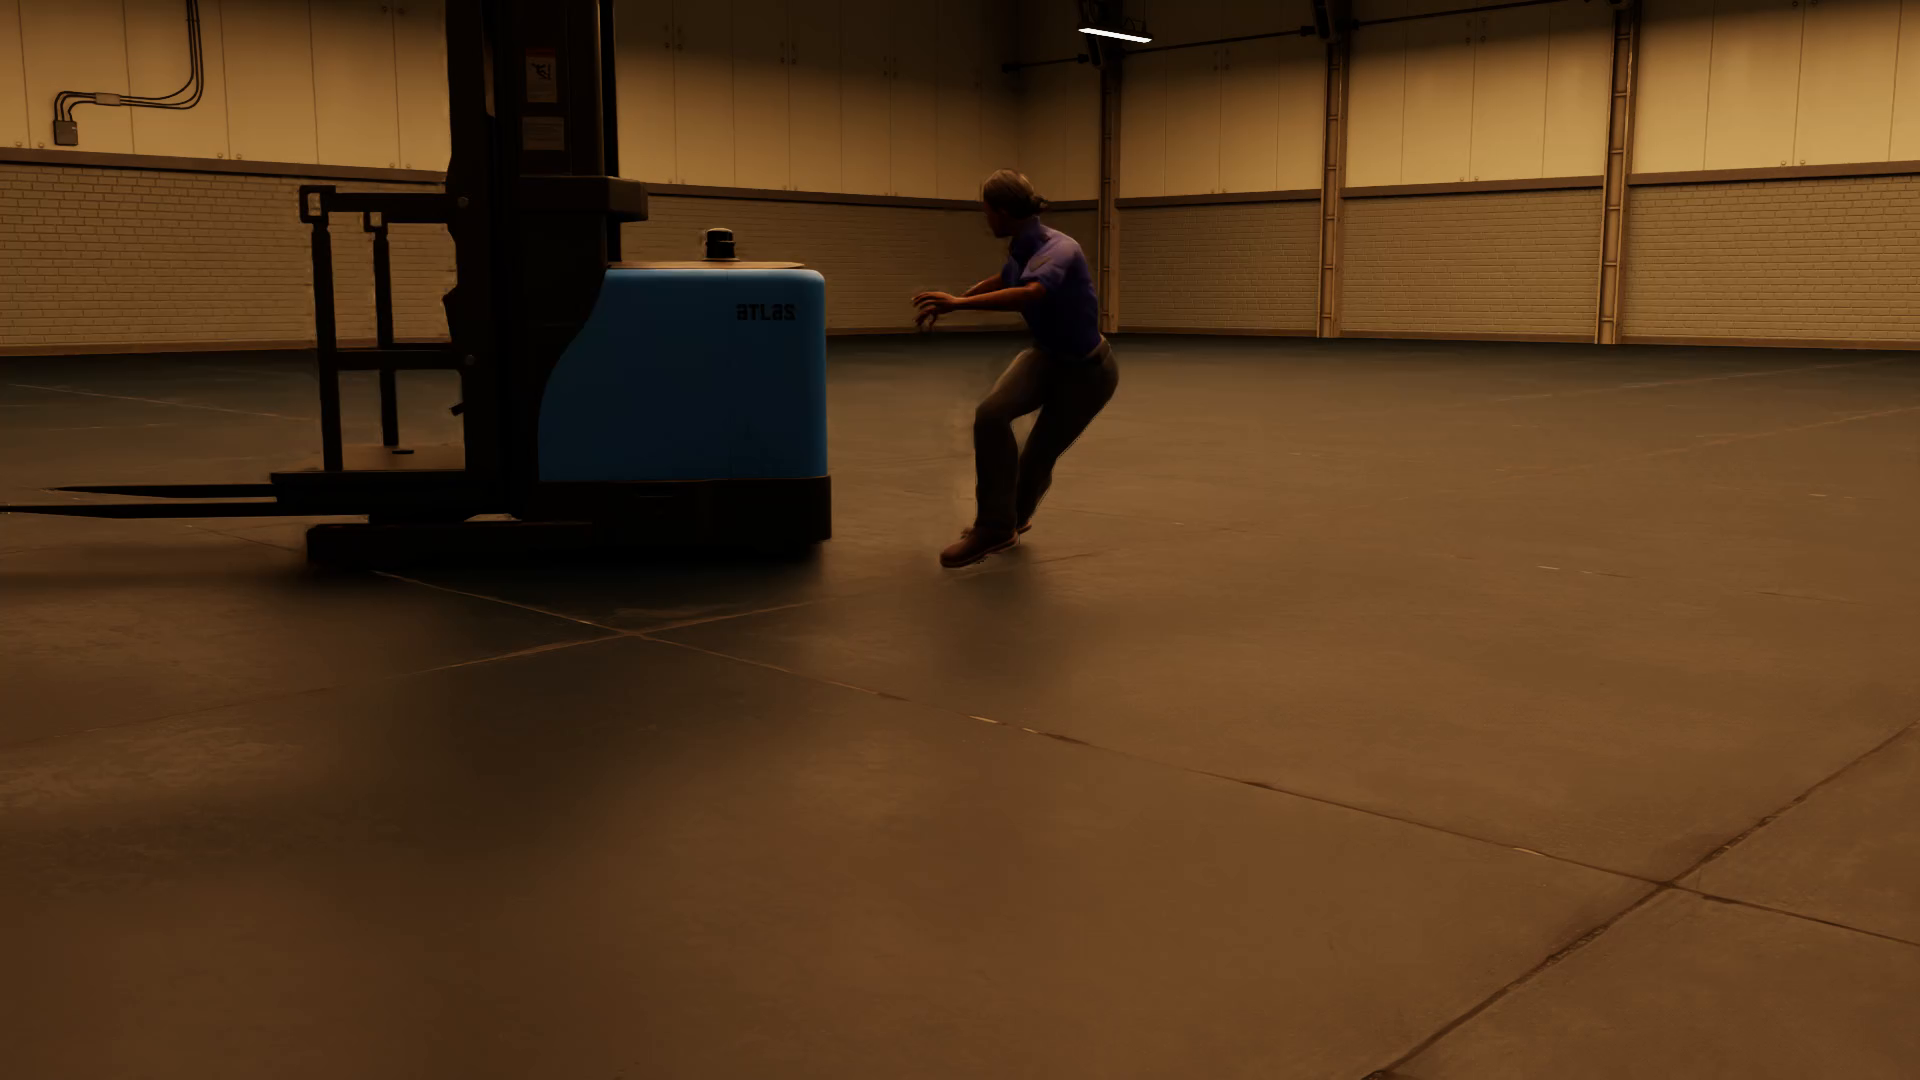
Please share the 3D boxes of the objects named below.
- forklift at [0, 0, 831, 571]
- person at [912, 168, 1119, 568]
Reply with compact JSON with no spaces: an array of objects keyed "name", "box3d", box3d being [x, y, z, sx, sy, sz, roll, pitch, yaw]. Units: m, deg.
[{"name":"forklift","box3d":[-2.044,-1.421,6.313,3.031,2.935,1.130,-1,9,-7]},{"name":"person","box3d":[0.108,-0.619,6.029,0.909,1.411,0.907,-7,11,-41]}]
